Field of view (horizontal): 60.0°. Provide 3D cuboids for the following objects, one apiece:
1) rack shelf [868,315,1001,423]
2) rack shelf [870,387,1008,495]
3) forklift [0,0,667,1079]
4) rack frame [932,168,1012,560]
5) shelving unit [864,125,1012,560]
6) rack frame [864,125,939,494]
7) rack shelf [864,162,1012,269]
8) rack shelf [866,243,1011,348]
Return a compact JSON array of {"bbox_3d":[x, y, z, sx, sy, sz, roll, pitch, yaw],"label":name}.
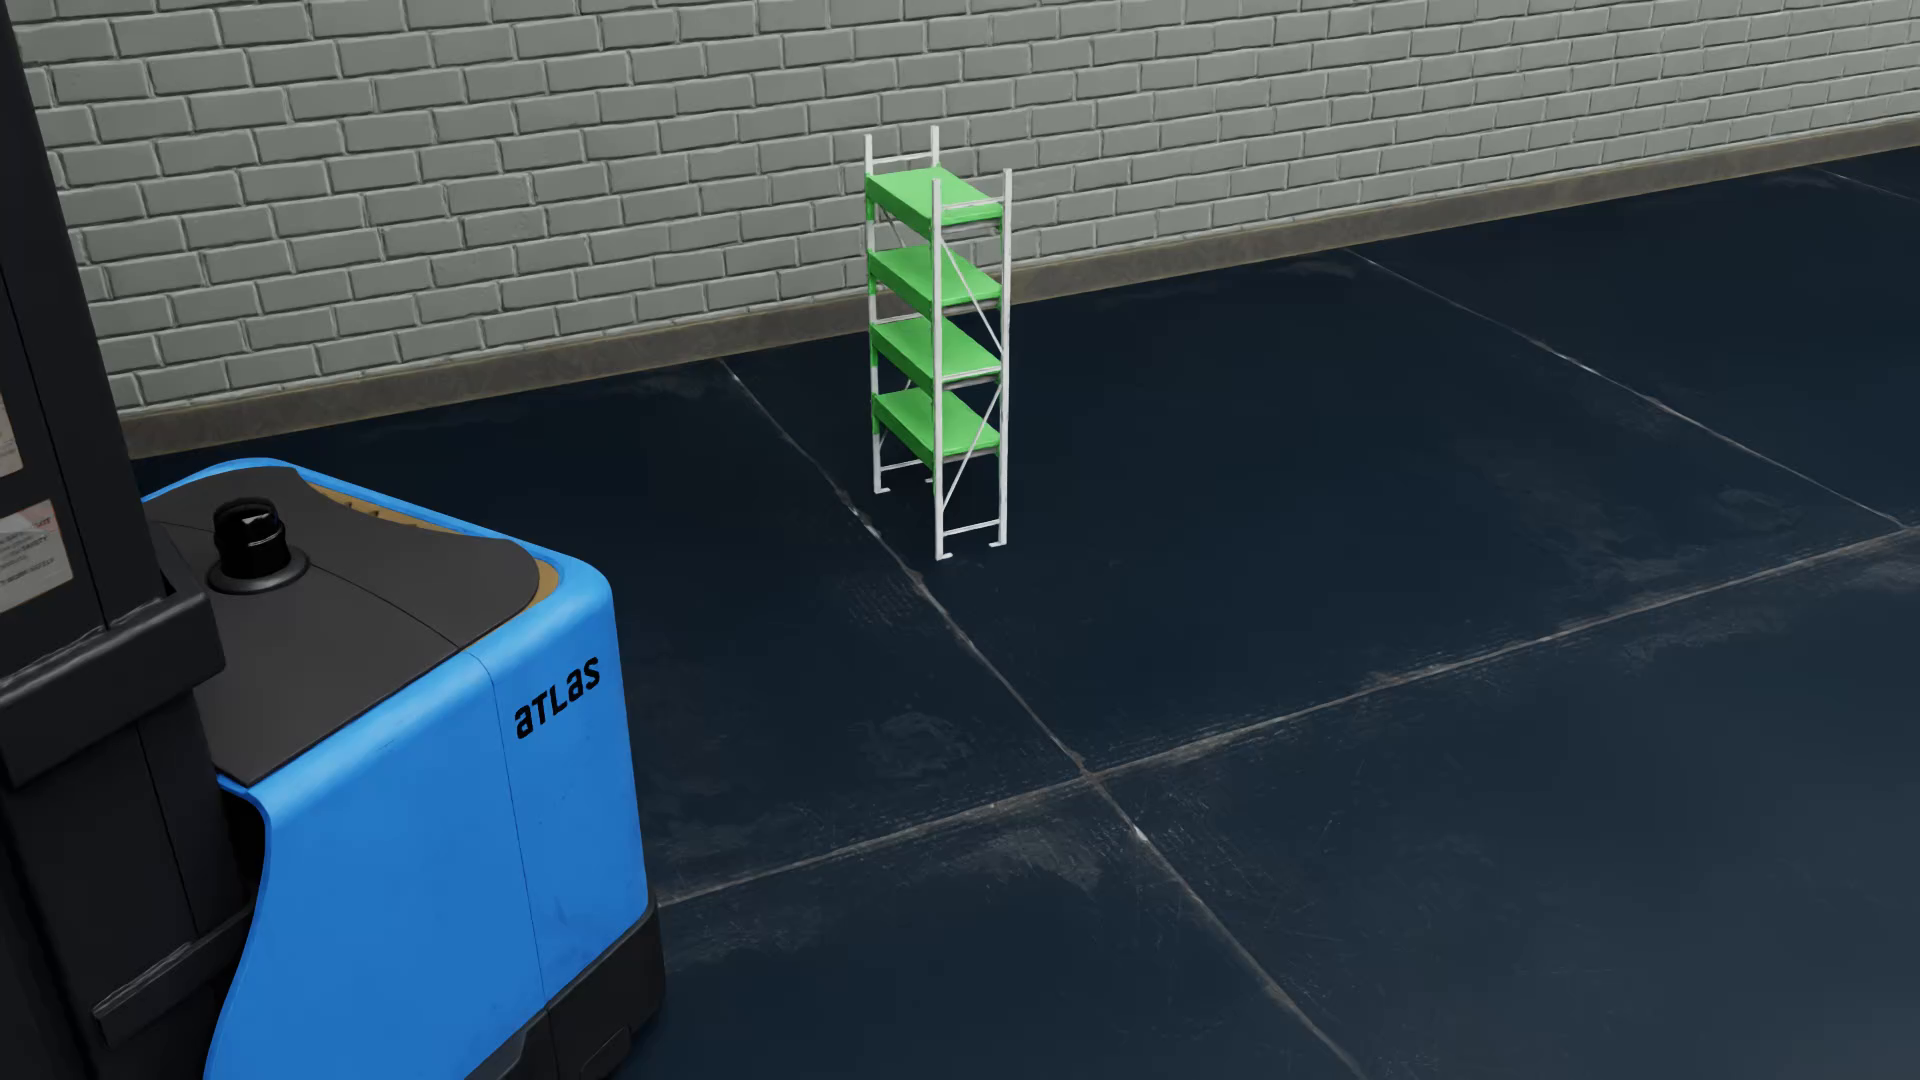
[{"bbox_3d":[-0.071,-0.541,5.118,0.258,0.148,0.480,-13,32,-22],"label":"rack shelf"},{"bbox_3d":[-0.071,-0.331,5.236,0.258,0.148,0.480,-13,32,-22],"label":"rack shelf"},{"bbox_3d":[-1.787,0.210,1.879,1.130,2.935,3.031,16,33,26],"label":"forklift"},{"bbox_3d":[0.034,-0.489,4.895,0.240,1.200,0.015,-13,32,-22],"label":"rack frame"},{"bbox_3d":[-0.071,-0.596,5.087,0.258,1.200,0.503,-13,32,-22],"label":"shelving unit"},{"bbox_3d":[-0.176,-0.704,5.279,0.240,1.200,0.015,-13,32,-22],"label":"rack frame"},{"bbox_3d":[-0.071,-0.959,4.883,0.258,0.148,0.480,-13,32,-22],"label":"rack shelf"},{"bbox_3d":[-0.071,-0.750,5.001,0.258,0.148,0.480,-13,32,-22],"label":"rack shelf"}]
